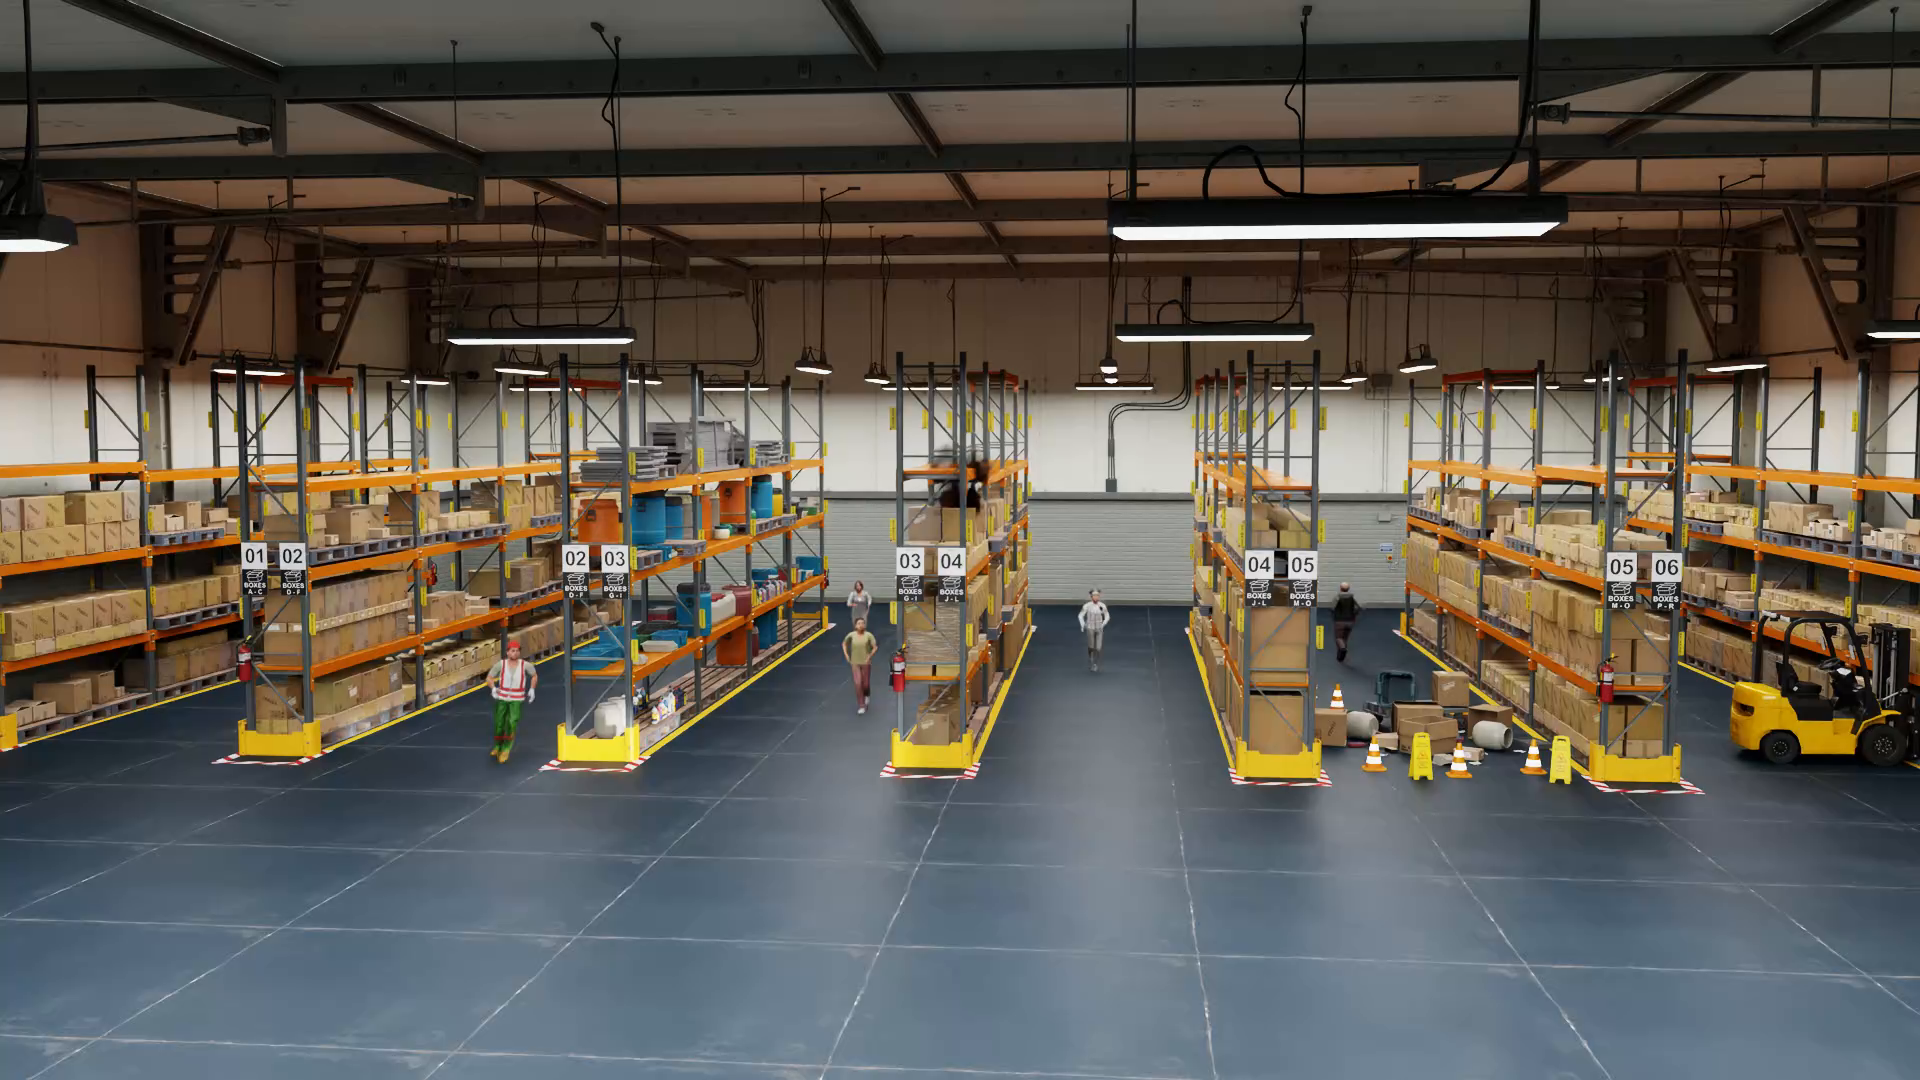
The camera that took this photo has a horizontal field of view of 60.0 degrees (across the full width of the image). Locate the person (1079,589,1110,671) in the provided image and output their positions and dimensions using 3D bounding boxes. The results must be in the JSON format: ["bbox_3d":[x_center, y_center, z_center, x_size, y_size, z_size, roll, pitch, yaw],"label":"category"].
[{"bbox_3d":[2.720,1.810,33.583,0.627,1.661,0.546,0,4,-3],"label":"person"}]

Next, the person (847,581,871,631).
[{"bbox_3d":[-2.173,1.676,35.804,0.521,1.584,0.717,0,4,0],"label":"person"}]

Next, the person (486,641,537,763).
[{"bbox_3d":[-6.643,2.385,24.618,0.719,1.775,0.650,-1,4,-8],"label":"person"}]

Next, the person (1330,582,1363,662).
[{"bbox_3d":[7.986,1.710,34.504,0.691,1.692,0.783,0,4,-6],"label":"person"}]

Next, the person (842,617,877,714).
[{"bbox_3d":[-1.733,2.143,28.729,0.609,1.638,0.783,0,4,-3],"label":"person"}]
